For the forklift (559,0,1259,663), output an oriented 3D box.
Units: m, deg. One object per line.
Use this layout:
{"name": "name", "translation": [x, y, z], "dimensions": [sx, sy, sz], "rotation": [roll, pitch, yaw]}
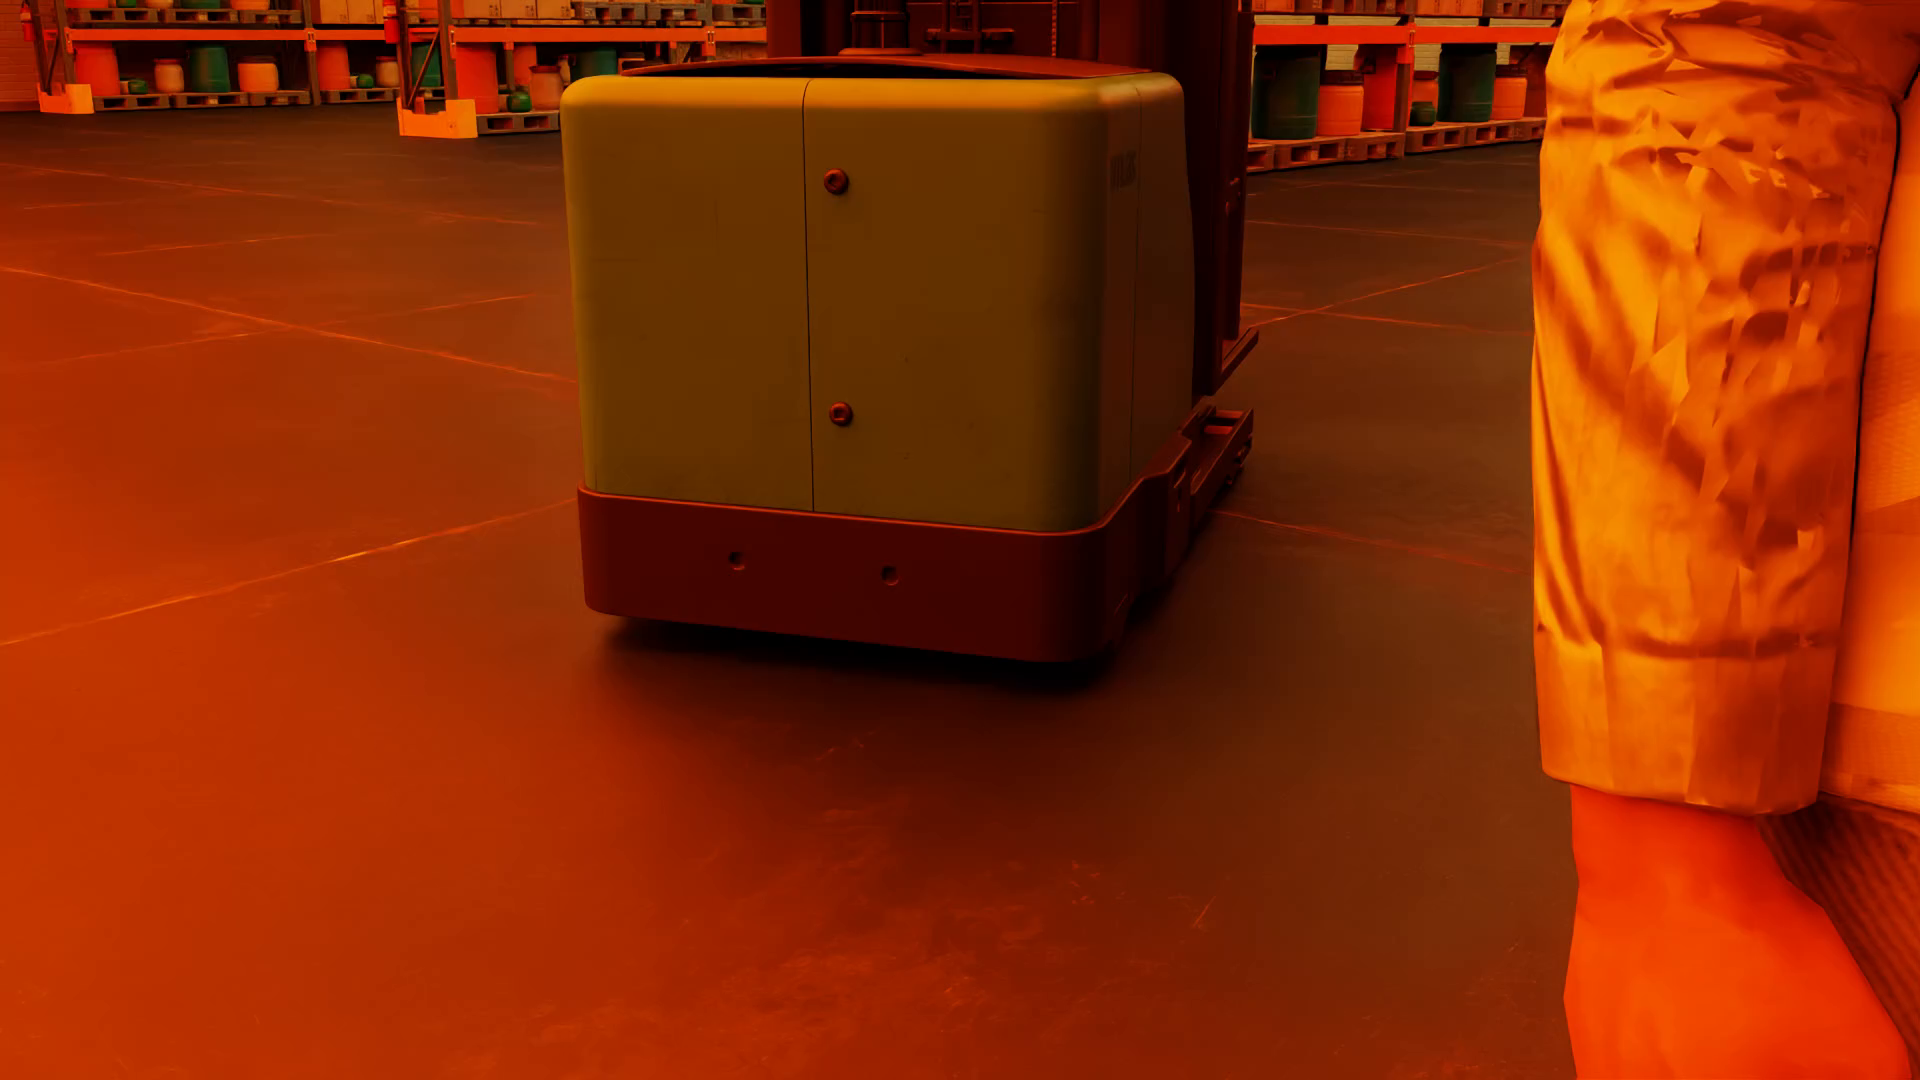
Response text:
{"name": "forklift", "translation": [0.182, -1.571, 4.072], "dimensions": [1.130, 2.935, 3.031], "rotation": [5, 18, 17]}
